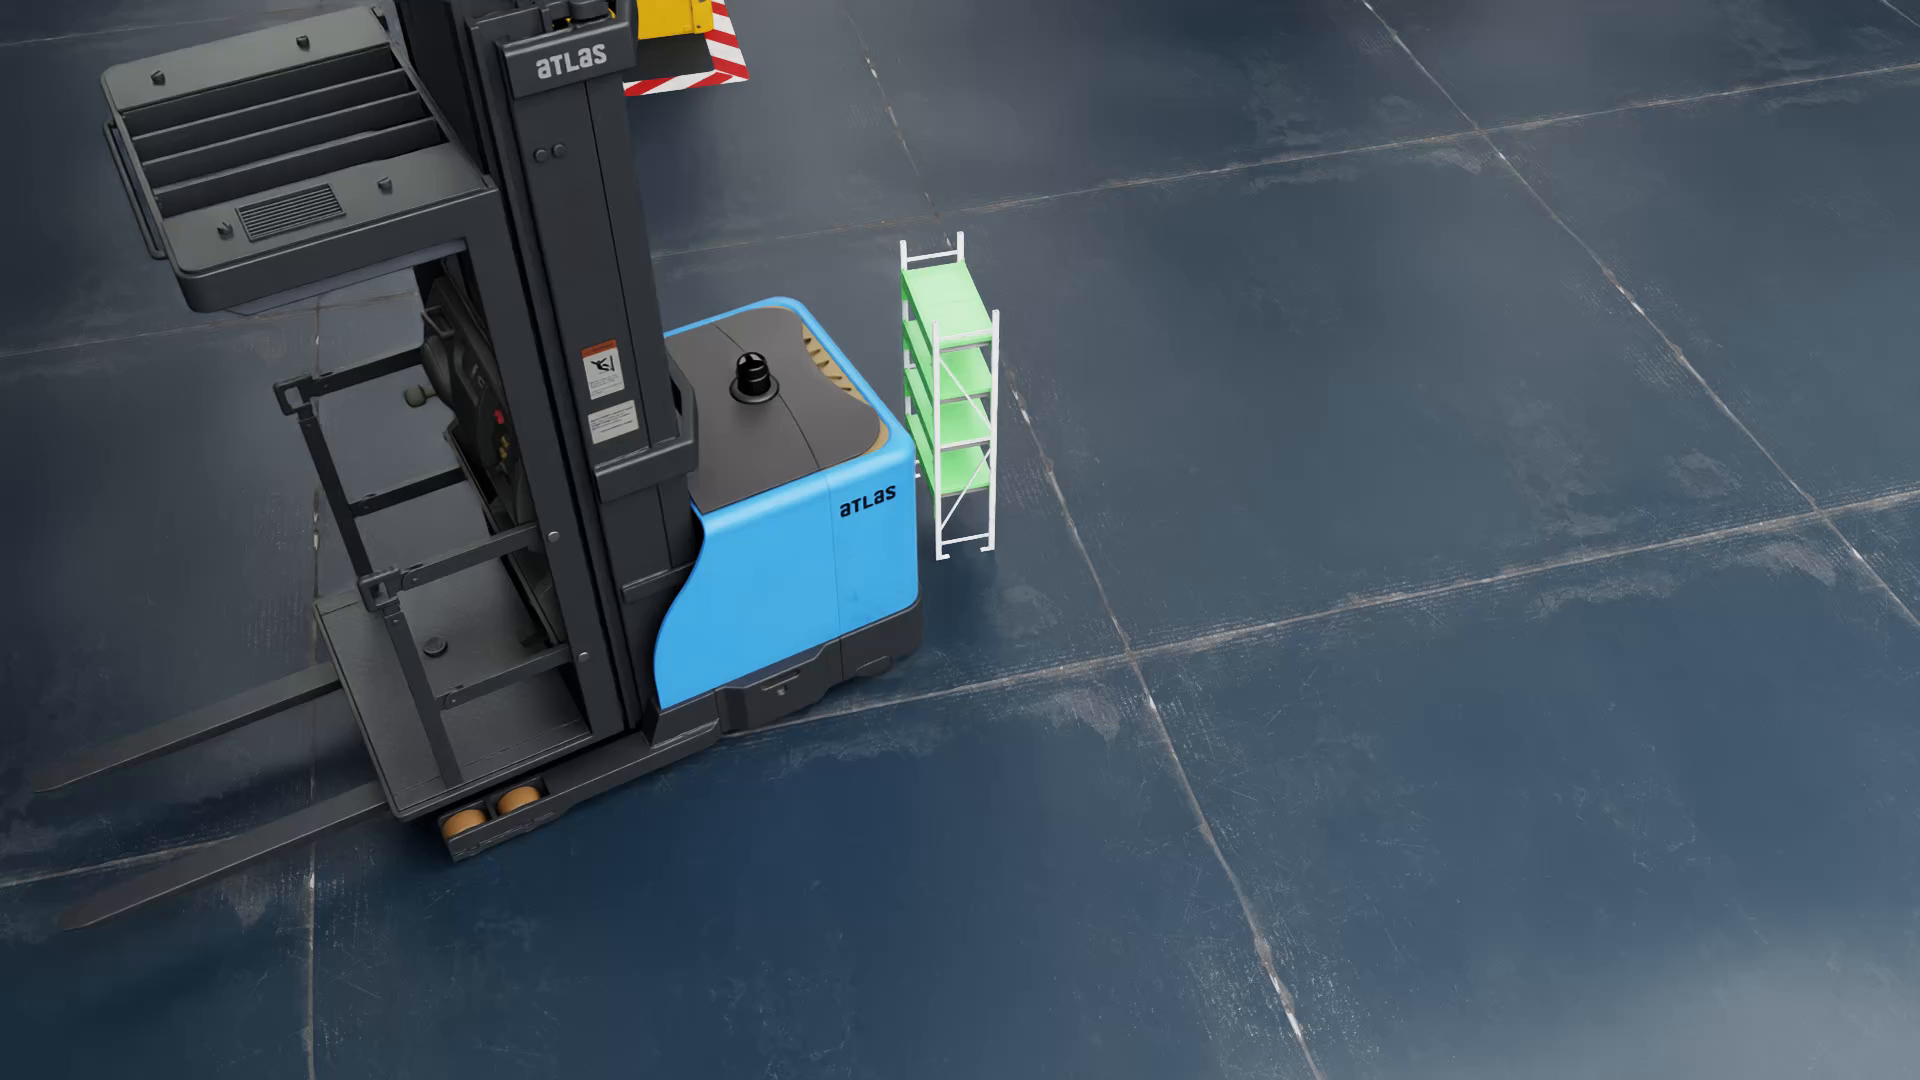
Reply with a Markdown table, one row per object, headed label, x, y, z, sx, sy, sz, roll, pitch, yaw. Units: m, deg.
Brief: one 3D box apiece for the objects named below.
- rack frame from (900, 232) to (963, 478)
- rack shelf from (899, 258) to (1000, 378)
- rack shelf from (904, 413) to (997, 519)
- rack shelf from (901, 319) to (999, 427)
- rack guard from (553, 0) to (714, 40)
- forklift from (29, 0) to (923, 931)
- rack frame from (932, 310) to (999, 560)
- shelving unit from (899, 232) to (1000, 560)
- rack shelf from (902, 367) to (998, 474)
| label | x | y | z | sx | sy | sz | roll | pitch | yaw |
| --- | --- | --- | --- | --- | --- | --- | --- | --- | --- |
| rack frame | -0.105 | -0.703 | 6.599 | 0.240 | 1.200 | 0.015 | -11 | 47 | -10 |
| rack shelf | -0.042 | -0.825 | 6.136 | 0.258 | 0.148 | 0.480 | -11 | 47 | -10 |
| rack shelf | -0.042 | -0.322 | 6.651 | 0.258 | 0.148 | 0.480 | -11 | 47 | -10 |
| rack shelf | -0.042 | -0.658 | 6.308 | 0.258 | 0.148 | 0.480 | -11 | 47 | -10 |
| rack guard | -2.025 | -3.138 | 9.475 | 1.175 | 0.500 | 0.348 | -11 | 47 | -10 |
| forklift | -1.677 | -0.379 | 5.069 | 3.031 | 2.935 | 1.130 | -22 | 50 | -20 |
| rack frame | 0.020 | -0.366 | 6.268 | 0.240 | 1.200 | 0.015 | -11 | 47 | -10 |
| shelving unit | -0.042 | -0.534 | 6.433 | 0.258 | 1.200 | 0.503 | -11 | 47 | -10 |
| rack shelf | -0.042 | -0.490 | 6.479 | 0.258 | 0.148 | 0.480 | -11 | 47 | -10 |
